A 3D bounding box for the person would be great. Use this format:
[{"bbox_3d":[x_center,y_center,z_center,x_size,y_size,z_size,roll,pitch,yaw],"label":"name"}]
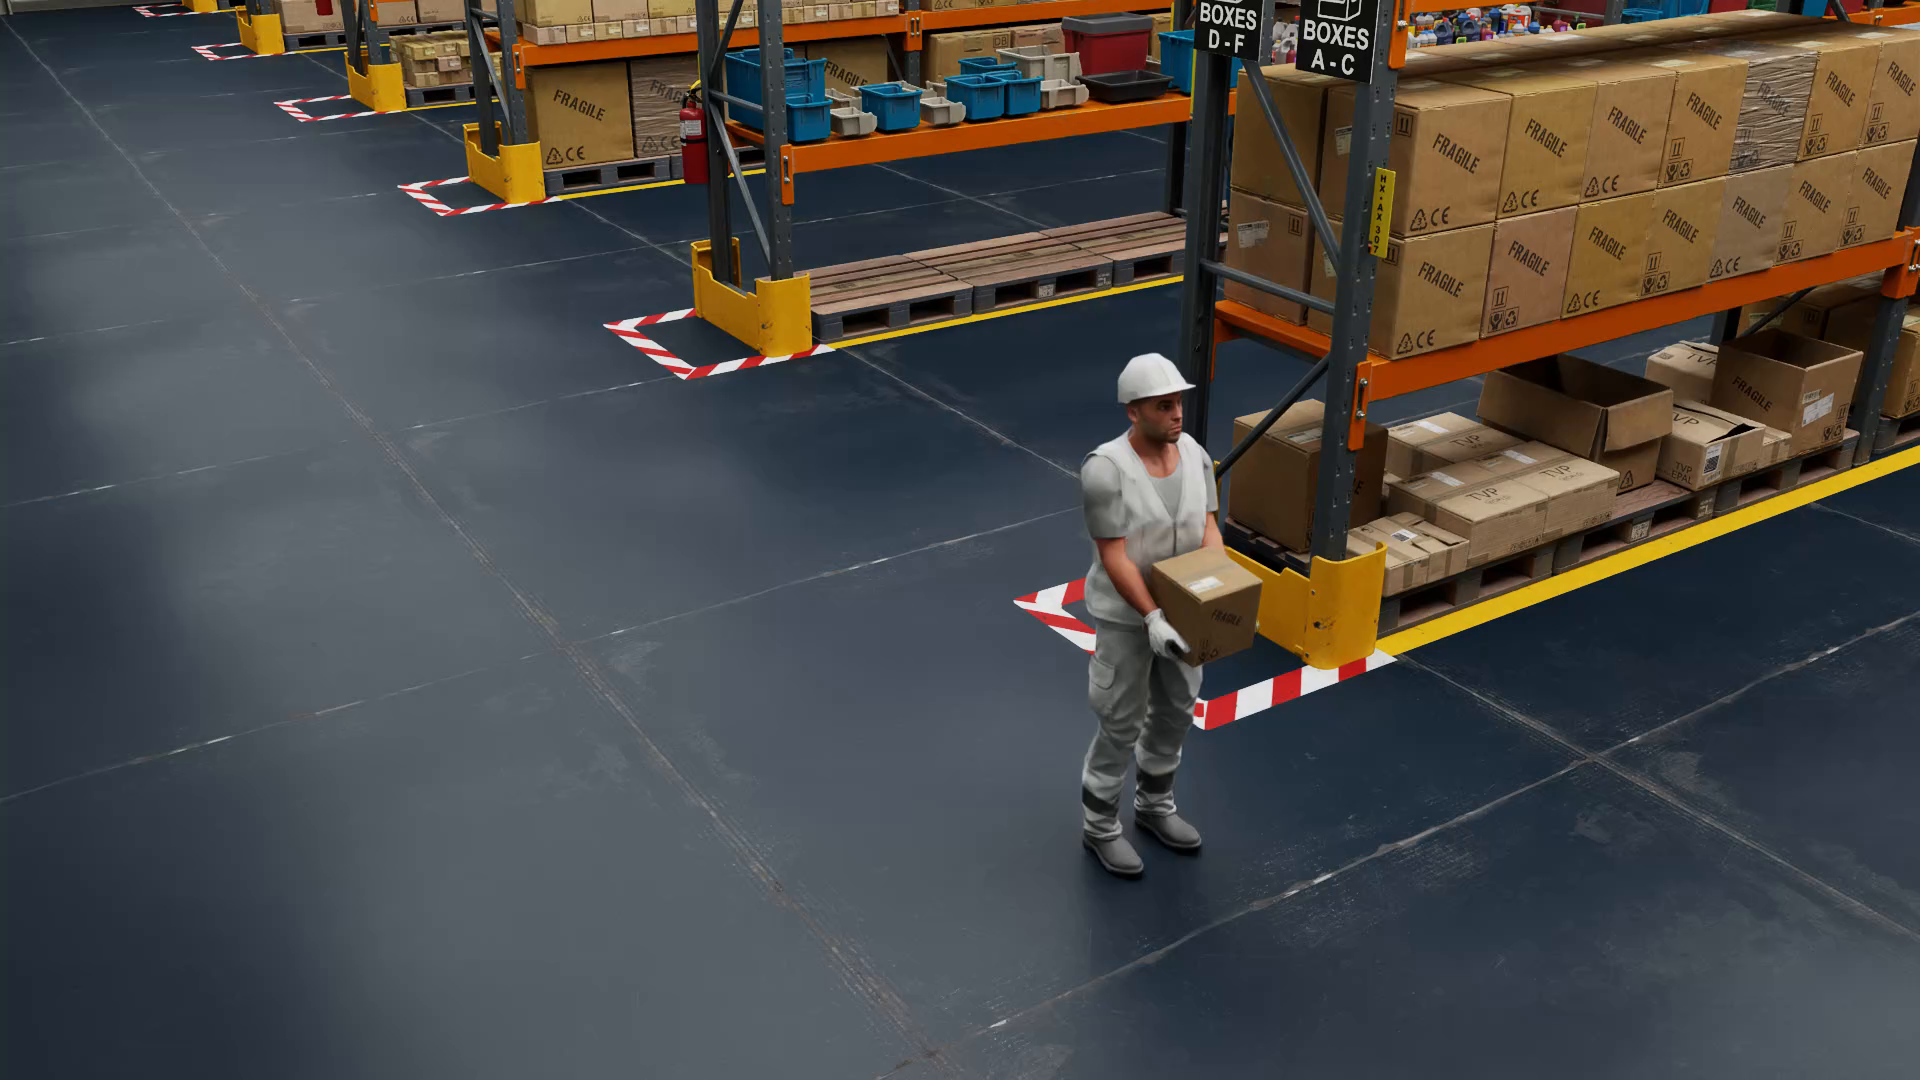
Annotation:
[{"bbox_3d":[0.680,0.284,5.466,0.511,1.790,0.559,-15,29,-30],"label":"person"}]
